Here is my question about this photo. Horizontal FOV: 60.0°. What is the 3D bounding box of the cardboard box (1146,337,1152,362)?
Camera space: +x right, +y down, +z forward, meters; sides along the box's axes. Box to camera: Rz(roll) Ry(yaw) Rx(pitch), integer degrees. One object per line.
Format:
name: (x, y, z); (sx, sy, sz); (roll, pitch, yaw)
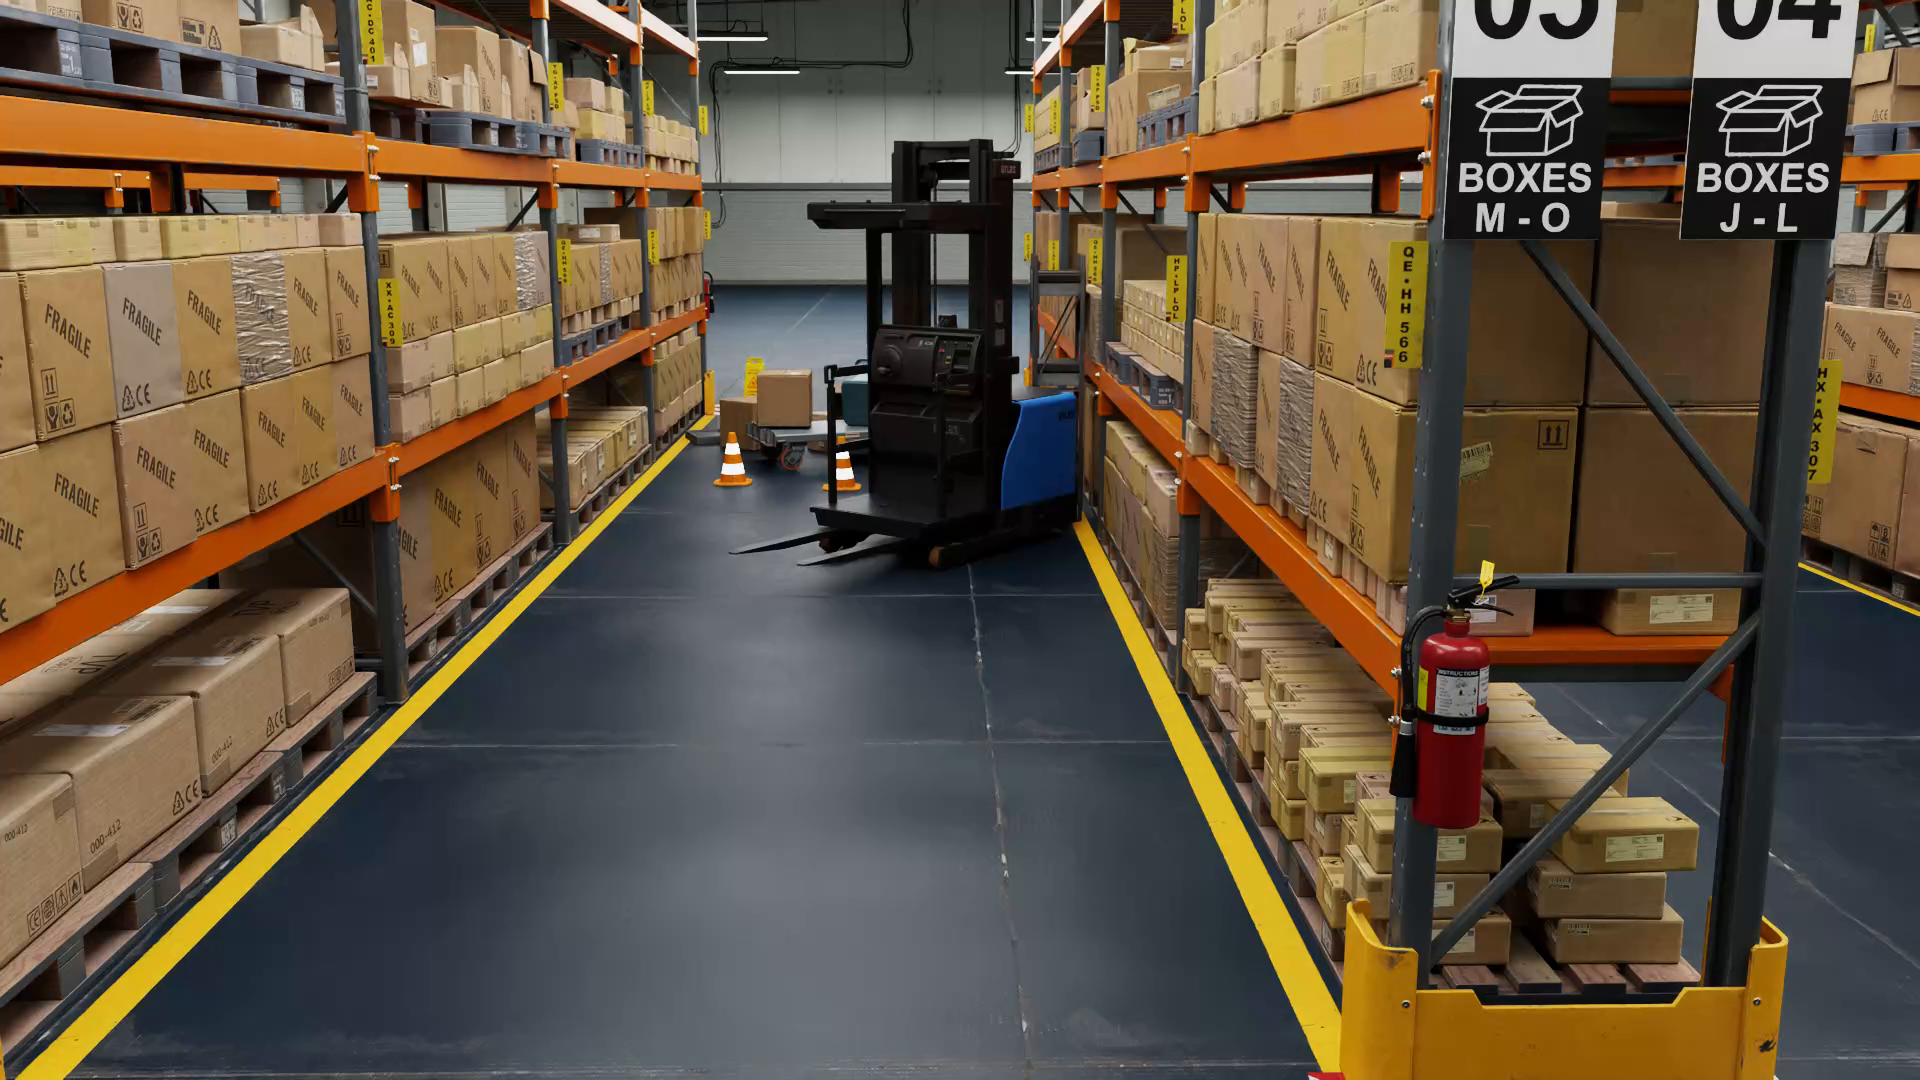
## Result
cardboard box: (1.380, -1.203, 10.520); (0.380, 0.149, 0.250); (0, 11, 0)

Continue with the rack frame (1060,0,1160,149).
rack frame: (1.461, -5.209, 15.601); (1.000, 3.000, 0.127); (0, 11, -1)

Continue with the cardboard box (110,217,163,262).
cardboard box: (-2.981, -1.029, 5.691); (0.380, 0.149, 0.250); (0, 11, -1)

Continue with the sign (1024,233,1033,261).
sign: (0.823, -3.526, 20.017); (0.100, 0.325, 0.005); (0, 11, -1)

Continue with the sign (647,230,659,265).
sign: (-2.932, -2.799, 15.898); (0.100, 0.325, 0.005); (0, 11, -1)

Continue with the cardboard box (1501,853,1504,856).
cardboard box: (1.918, 1.102, 5.699); (0.380, 0.149, 0.250); (0, 11, -1)

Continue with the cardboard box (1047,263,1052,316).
cardboard box: (1.402, -2.737, 18.131); (0.875, 0.550, 0.500); (0, 11, -1)

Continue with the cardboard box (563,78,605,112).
cardboard box: (-3.304, -3.758, 14.059); (0.500, 0.250, 0.500); (0, 11, 0)

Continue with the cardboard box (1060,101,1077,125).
cardboard box: (1.194, -4.163, 16.310); (0.500, 0.250, 0.500); (0, 11, -2)

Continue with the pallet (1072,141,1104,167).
pallet: (1.451, -3.201, 13.724); (1.003, 0.211, 1.213); (0, 11, 1)

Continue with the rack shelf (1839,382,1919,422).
rack shelf: (6.546, -0.724, 10.391); (1.077, 0.370, 4.000); (0, 11, -1)

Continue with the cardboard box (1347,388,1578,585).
cardboard box: (1.442, -0.166, 4.835); (0.500, 0.500, 0.500); (0, 11, 0)

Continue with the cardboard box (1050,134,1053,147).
cardboard box: (1.116, -4.094, 16.973); (0.380, 0.149, 0.250); (0, 11, -1)

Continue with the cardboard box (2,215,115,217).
cardboard box: (-3.497, -1.177, 6.420); (0.380, 0.149, 0.250); (0, 11, -1)

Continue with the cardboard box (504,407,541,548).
cardboard box: (-3.472, -0.460, 11.570); (0.875, 0.875, 0.875); (0, 11, -2)

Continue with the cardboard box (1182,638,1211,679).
cardboard box: (1.312, 0.587, 8.237); (0.380, 0.149, 0.250); (-1, 11, -4)

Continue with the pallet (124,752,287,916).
pallet: (-3.355, 1.123, 6.492); (1.003, 0.211, 1.213); (0, 11, -1)

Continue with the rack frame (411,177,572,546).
rack frame: (-3.404, -1.433, 12.079); (1.000, 3.000, 0.127); (0, 11, -1)

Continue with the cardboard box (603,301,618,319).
cardboard box: (-3.193, -2.007, 14.483); (0.380, 0.149, 0.250); (0, 11, -1)

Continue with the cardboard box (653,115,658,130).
cardboard box: (-3.197, -4.134, 16.474); (0.380, 0.149, 0.250); (-1, 11, -3)

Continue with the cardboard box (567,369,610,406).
cardboard box: (-3.767, -1.571, 16.729); (0.500, 0.500, 0.500); (0, 11, -2)

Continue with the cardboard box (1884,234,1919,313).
cardboard box: (6.514, -1.739, 10.814); (0.797, 0.503, 0.637); (0, 11, 0)

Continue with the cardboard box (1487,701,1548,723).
cardboard box: (1.950, 0.702, 6.173); (0.380, 0.149, 0.250); (0, 11, 1)

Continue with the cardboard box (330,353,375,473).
cardboard box: (-3.056, -0.596, 7.700); (0.500, 0.500, 0.500); (0, 11, -1)

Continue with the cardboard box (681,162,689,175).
cardboard box: (-3.273, -4.198, 18.796); (0.380, 0.149, 0.250); (0, 11, 1)

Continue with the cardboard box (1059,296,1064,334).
cardboard box: (1.202, -2.212, 15.667); (0.500, 0.500, 0.500); (0, 11, -1)

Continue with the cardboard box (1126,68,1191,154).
cardboard box: (1.322, -2.679, 10.425); (0.500, 0.500, 0.500); (0, 11, -1)

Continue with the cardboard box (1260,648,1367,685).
cardboard box: (1.467, 0.552, 6.910); (0.380, 0.149, 0.250); (-1, 11, -4)

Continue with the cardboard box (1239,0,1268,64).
cardboard box: (1.398, -2.024, 6.568); (0.500, 0.250, 0.500); (0, 11, 0)

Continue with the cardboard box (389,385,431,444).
cardboard box: (-3.066, -0.653, 8.611); (0.500, 0.250, 0.500); (-1, 11, -2)

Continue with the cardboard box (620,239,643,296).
cardboard box: (-3.247, -2.538, 15.469); (0.500, 0.500, 0.500); (0, 11, -2)

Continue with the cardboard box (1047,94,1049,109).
cardboard box: (1.109, -4.583, 17.382); (0.380, 0.149, 0.250); (0, 11, -2)

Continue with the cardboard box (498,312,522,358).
cardboard box: (-3.094, -1.306, 10.571); (0.500, 0.250, 0.500); (-1, 11, -3)

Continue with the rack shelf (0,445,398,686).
rack shelf: (-3.280, 0.112, 6.271); (1.077, 0.370, 4.000); (0, 11, -1)

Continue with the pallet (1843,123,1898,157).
pallet: (6.571, -2.724, 11.370); (1.213, 0.211, 1.003); (0, 11, 1)

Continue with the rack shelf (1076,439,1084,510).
rack shelf: (0.770, -0.526, 13.461); (0.431, 0.518, 0.480); (0, 11, -1)

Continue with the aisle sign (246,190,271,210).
aisle sign: (-8.239, -4.291, 19.625); (0.394, 0.787, 0.004); (0, 11, -1)

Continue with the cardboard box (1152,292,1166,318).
cardboard box: (1.389, -1.444, 10.213); (0.380, 0.149, 0.250); (0, 11, -2)

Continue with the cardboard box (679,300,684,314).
cardboard box: (-3.251, -2.573, 18.328); (0.380, 0.149, 0.250); (0, 11, -2)

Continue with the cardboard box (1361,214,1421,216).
cardboard box: (1.918, -1.066, 6.756); (0.500, 0.500, 0.500); (0, 11, 0)

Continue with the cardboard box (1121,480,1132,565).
cardboard box: (1.332, -0.111, 10.791); (0.500, 0.500, 0.500); (-1, 11, -3)

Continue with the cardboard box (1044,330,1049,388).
cardboard box: (1.458, -2.094, 19.623); (0.875, 0.875, 0.875); (0, 11, -1)

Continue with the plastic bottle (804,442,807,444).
plastic bottle: (-1.638, -1.052, 17.593); (0.133, 0.061, 0.283); (2, 12, 9)

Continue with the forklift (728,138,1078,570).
forklift: (-0.370, -1.337, 11.777); (1.130, 2.935, 3.031); (8, 14, 36)

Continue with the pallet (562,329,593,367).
pallet: (-3.525, -1.480, 12.794); (1.213, 0.211, 1.003); (0, 11, -1)

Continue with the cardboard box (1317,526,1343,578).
cardboard box: (1.403, 0.026, 5.517); (0.380, 0.149, 0.250); (0, 11, 0)

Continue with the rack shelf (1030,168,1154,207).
rack shelf: (1.419, -3.784, 17.930); (1.077, 0.370, 4.000); (0, 11, -1)

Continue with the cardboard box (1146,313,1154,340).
cardboard box: (1.381, -1.349, 10.492); (0.380, 0.149, 0.250); (0, 11, -2)

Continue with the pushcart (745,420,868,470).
pushcart: (-1.208, -0.962, 16.354); (1.648, 0.377, 0.936); (-4, 12, -21)

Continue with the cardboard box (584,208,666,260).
cardboard box: (-3.279, -3.001, 16.295); (0.700, 0.500, 0.500); (0, 11, -2)

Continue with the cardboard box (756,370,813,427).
cardboard box: (-1.707, -1.388, 16.237); (0.500, 0.500, 0.500); (0, 11, -1)

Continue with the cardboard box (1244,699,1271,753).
cardboard box: (1.356, 0.747, 6.700); (0.380, 0.149, 0.250); (0, 11, -1)

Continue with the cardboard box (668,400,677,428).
cardboard box: (-3.251, -1.311, 17.336); (0.500, 0.250, 0.500); (0, 11, 2)

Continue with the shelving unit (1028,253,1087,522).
shelving unit: (0.770, -1.226, 13.319); (0.431, 2.100, 0.503); (0, 11, -1)

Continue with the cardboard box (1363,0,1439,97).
cardboard box: (1.435, -1.369, 4.596); (0.500, 0.250, 0.500); (0, 11, -2)

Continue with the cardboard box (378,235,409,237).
cardboard box: (-3.616, -1.571, 9.994); (0.500, 0.500, 0.500); (0, 11, 0)

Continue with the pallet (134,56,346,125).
pallet: (-3.315, -1.902, 7.068); (1.003, 0.211, 1.213); (0, 11, -1)
